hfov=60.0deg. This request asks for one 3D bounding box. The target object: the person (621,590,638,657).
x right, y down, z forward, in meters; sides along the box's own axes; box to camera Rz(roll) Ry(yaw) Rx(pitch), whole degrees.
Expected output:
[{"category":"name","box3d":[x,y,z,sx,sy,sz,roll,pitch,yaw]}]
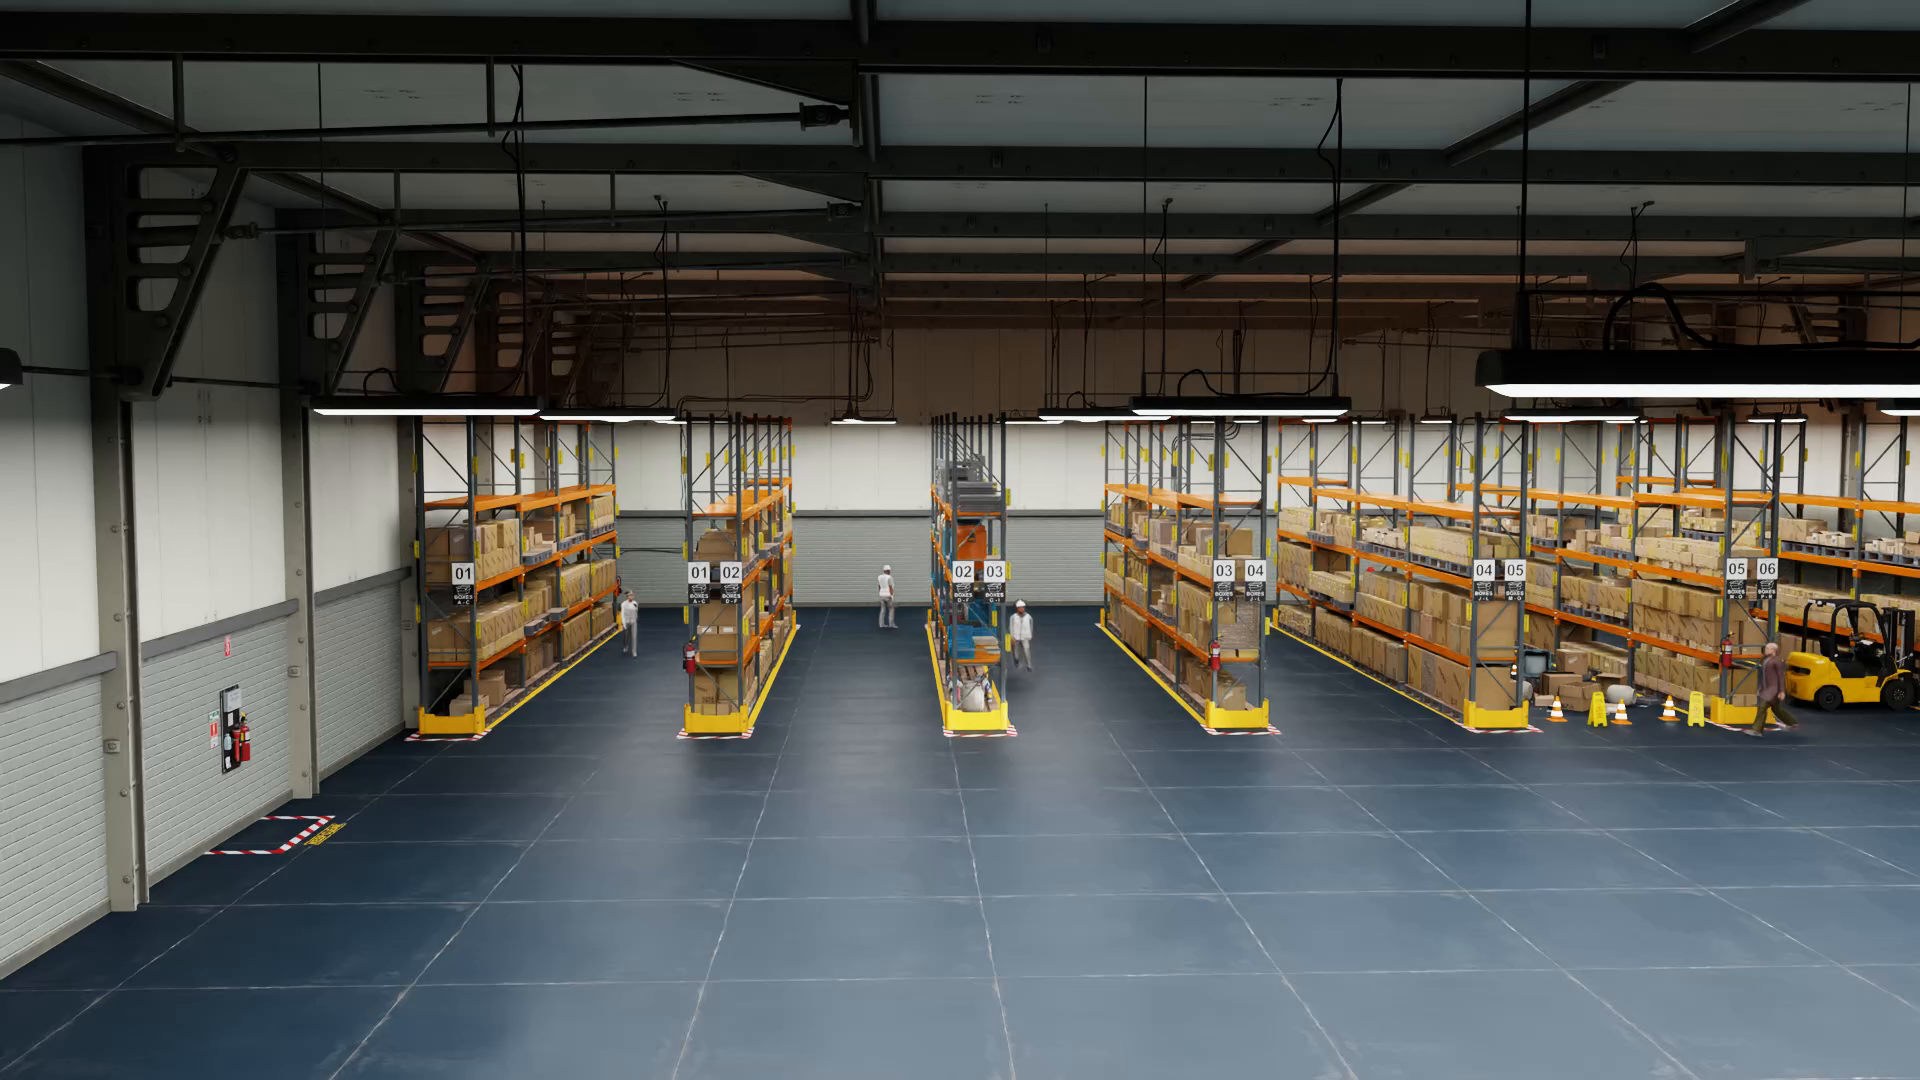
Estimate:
[{"category":"person","box3d":[-8.232,2.057,41.421,0.433,1.641,0.947,-1,4,-13]}]

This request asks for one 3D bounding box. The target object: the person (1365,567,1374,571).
[{"category":"person","box3d":[11.579,1.646,46.823,0.601,1.792,0.476,-3,5,-40]}]

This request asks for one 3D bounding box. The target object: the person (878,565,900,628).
[{"category":"person","box3d":[-2.049,1.622,47.306,0.552,1.817,0.629,-4,5,-44]}]

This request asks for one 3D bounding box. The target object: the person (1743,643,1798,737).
[{"category":"person","box3d":[14.997,2.757,30.699,1.115,1.735,0.576,0,4,-2]}]

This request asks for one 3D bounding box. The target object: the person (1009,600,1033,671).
[{"category":"person","box3d":[1.381,2.130,37.380,0.570,1.573,1.015,1,4,9]}]
